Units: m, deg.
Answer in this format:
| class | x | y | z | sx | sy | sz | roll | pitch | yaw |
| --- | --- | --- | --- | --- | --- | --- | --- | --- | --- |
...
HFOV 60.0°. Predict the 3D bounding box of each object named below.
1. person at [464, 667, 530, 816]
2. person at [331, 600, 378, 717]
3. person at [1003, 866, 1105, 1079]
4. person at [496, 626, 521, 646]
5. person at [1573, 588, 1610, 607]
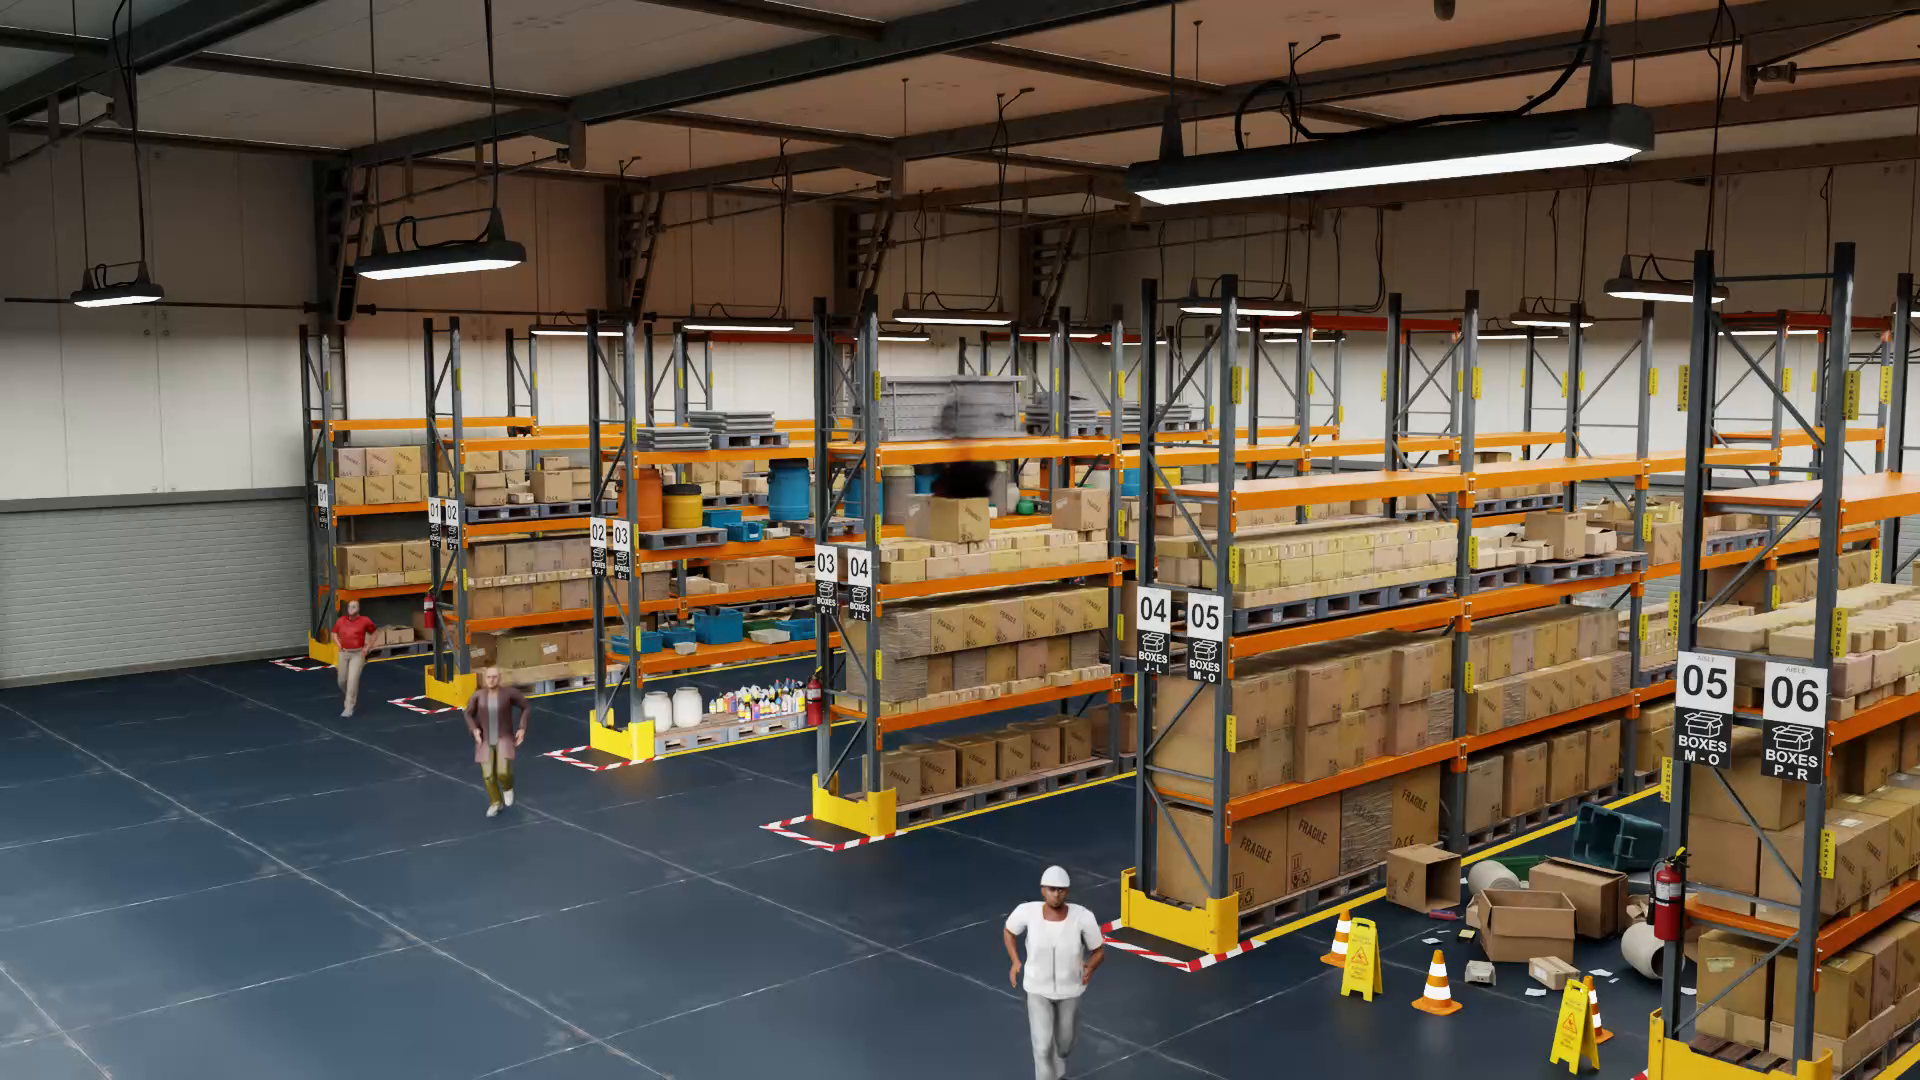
| class | x | y | z | sx | sy | sz | roll | pitch | yaw |
| --- | --- | --- | --- | --- | --- | --- | --- | --- | --- |
| person | -5.411 | 2.346 | 19.419 | 0.748 | 1.736 | 0.651 | -1 | 6 | -7 |
| person | -9.220 | 1.779 | 25.276 | 0.685 | 1.743 | 0.806 | 0 | 6 | -2 |
| person | 0.653 | 3.125 | 11.530 | 0.700 | 1.773 | 0.968 | 0 | 6 | 0 |
| person | -7.819 | 1.434 | 28.865 | 0.574 | 1.644 | 0.502 | 4 | 7 | 32 |
| person | 11.391 | 1.236 | 30.077 | 0.668 | 1.793 | 0.959 | -4 | 7 | -34 |
